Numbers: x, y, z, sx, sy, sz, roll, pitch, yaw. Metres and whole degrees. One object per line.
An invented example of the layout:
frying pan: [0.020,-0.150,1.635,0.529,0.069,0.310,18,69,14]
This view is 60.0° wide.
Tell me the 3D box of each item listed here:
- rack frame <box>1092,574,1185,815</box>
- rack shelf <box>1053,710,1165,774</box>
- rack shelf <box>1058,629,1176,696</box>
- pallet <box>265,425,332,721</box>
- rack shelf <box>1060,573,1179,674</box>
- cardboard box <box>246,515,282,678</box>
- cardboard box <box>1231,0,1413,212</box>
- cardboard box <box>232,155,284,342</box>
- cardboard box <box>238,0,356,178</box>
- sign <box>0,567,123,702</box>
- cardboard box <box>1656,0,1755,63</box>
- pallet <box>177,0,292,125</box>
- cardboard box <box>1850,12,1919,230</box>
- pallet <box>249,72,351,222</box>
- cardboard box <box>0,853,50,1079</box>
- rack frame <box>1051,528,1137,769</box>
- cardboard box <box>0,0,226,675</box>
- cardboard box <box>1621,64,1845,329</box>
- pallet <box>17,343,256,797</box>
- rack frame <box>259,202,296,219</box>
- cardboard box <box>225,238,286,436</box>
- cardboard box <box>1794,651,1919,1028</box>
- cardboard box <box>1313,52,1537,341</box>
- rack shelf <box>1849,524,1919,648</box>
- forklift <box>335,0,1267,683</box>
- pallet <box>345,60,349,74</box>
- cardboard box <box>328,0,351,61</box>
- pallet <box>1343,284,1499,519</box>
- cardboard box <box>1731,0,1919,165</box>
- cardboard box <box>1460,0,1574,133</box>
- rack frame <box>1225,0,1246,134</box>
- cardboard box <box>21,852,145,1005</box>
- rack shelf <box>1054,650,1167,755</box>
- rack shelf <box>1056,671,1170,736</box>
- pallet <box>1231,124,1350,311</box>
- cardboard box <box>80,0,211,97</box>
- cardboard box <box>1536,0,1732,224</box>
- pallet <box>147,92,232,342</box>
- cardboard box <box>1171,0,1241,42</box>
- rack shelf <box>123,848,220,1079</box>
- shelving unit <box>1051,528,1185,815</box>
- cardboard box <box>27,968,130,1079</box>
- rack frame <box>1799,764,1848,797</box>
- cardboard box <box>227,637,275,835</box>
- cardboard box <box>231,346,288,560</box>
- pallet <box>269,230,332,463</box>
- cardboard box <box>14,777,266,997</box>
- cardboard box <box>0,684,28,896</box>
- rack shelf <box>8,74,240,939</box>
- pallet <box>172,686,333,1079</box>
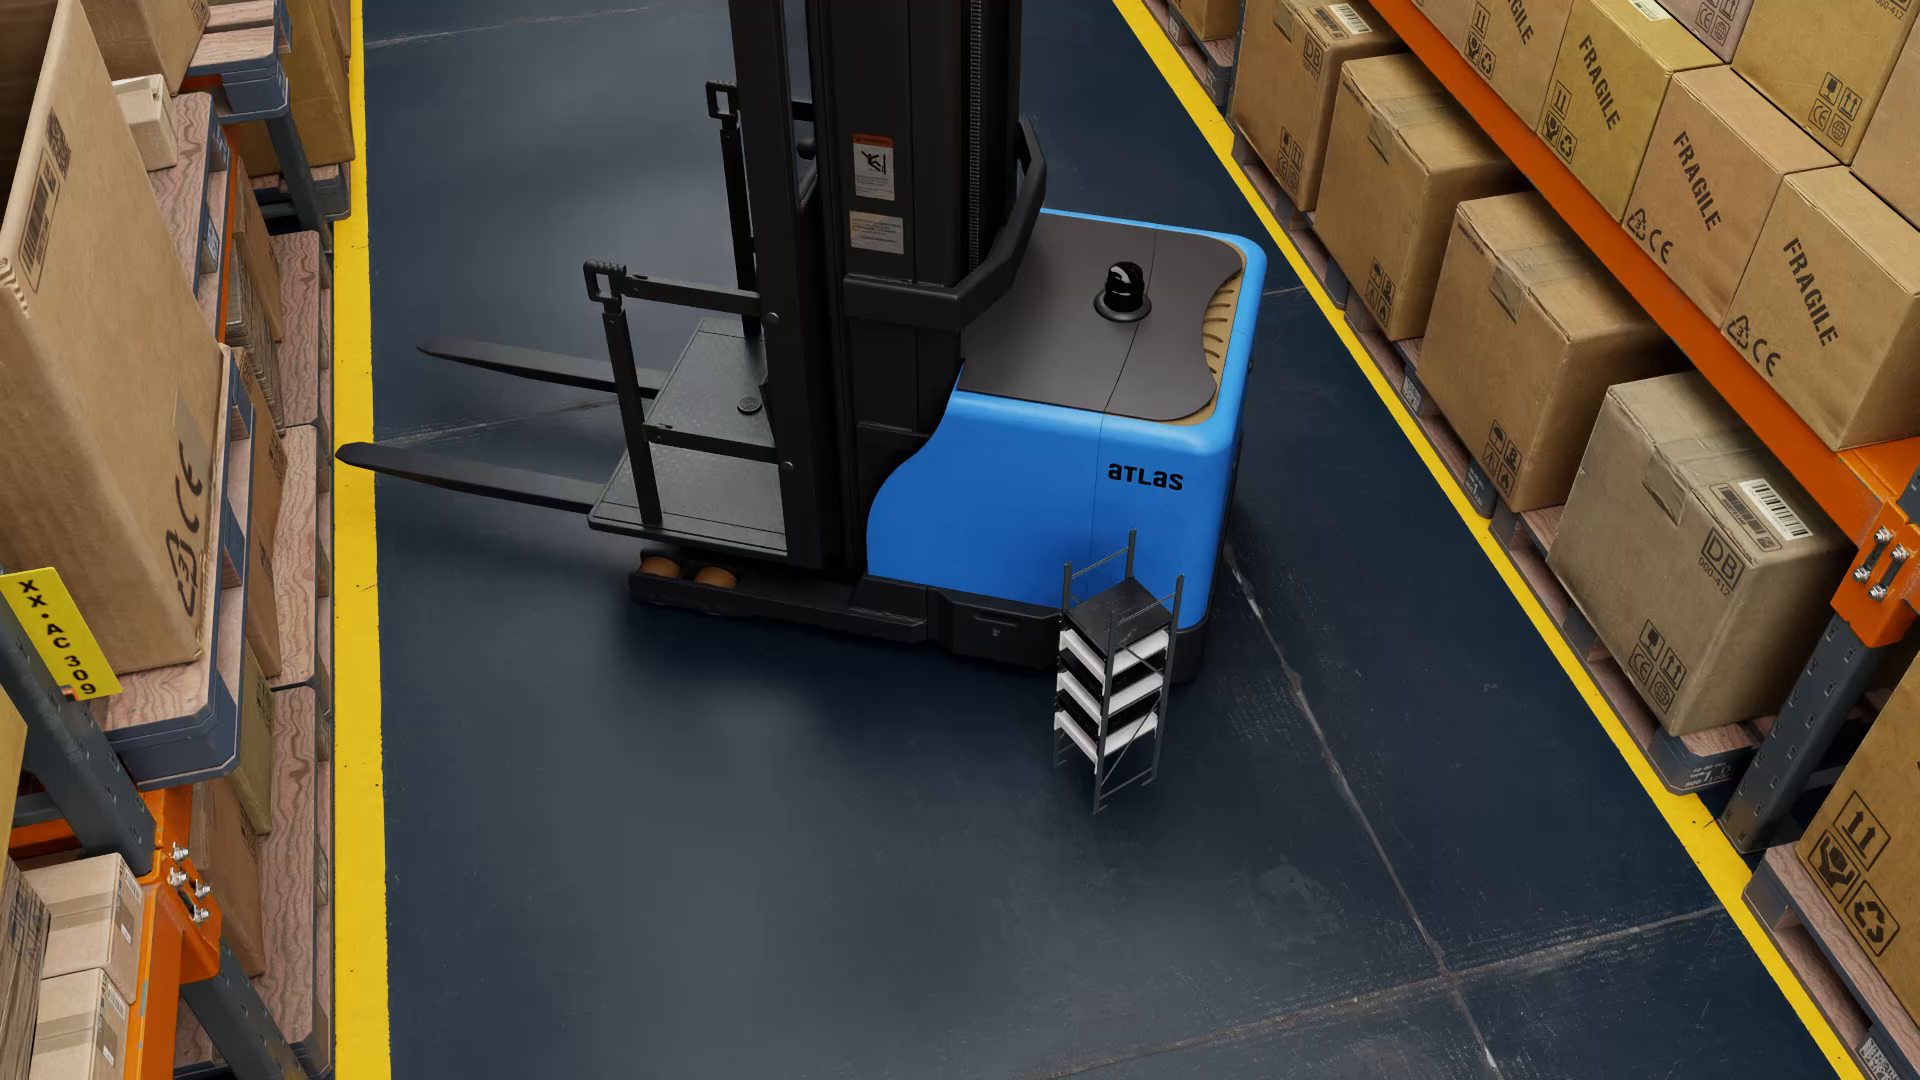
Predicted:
rack frame: [0.494,0.454,4.675,0.240,0.900,0.006,-26,51,-23]
rack shelf: [0.437,0.543,4.887,0.258,0.077,0.200,-26,51,-23]
rack shelf: [0.437,0.291,4.629,0.258,0.077,0.200,-26,51,-23]
pallet: [-2.599,0.171,5.435,1.003,0.211,1.213,-11,47,-10]
rack shelf: [6.759,-0.129,3.187,9.927,2.546,8.471,-26,51,-23]
cardboard box: [-2.466,0.150,4.945,0.700,0.500,0.500,-14,47,-14]
cardboard box: [0.328,0.007,4.582,5.455,1.239,5.693,-11,47,-11]
cardboard box: [-2.915,-1.006,6.077,0.700,0.500,0.500,-13,47,-12]
cardboard box: [-3.262,-2.069,6.871,1.225,0.875,0.875,-13,47,-12]
sign: [-1.559,0.169,2.878,0.100,0.325,0.005,-11,47,-10]
cardboard box: [2.343,-1.691,4.537,0.700,0.500,0.500,-10,46,-10]
pallet: [-2.821,-1.646,5.397,1.213,0.211,1.003,-11,47,-10]
cardboard box: [2.606,-0.988,3.848,0.700,0.500,0.500,-11,47,-11]
pallet: [-3.235,-1.768,7.334,1.003,0.211,1.213,-11,47,-10]
cardboard box: [-2.026,0.759,2.628,0.875,0.500,0.500,-11,47,-10]
rack frame: [0.379,0.333,4.793,0.240,0.900,0.006,-26,51,-23]
cardboard box: [-2.150,-0.355,3.284,1.000,1.000,1.000,-10,46,-10]
cardboard box: [2.217,-0.956,4.517,0.500,0.500,0.500,-11,47,-11]
pallet: [-2.137,0.089,3.697,1.003,0.211,1.213,-11,47,-10]
rack frame: [-3.103,-2.186,5.792,0.949,2.616,0.053,-11,47,-10]
cardboard box: [-2.761,-0.625,5.704,0.700,0.500,0.500,-14,47,-14]
cardboard box: [2.832,0.783,4.076,0.875,0.875,0.875,-10,46,-10]
cardboard box: [2.011,-1.342,6.246,1.050,0.750,0.750,-10,46,-10]
rack shelf: [3.251,1.372,2.809,1.077,0.370,4.000,-11,47,-10]
forklift: [-3.806,-1.540,5.207,9.518,2.935,1.550,10,46,10]
pallet: [-3.544,-2.608,8.158,1.003,0.211,1.213,-11,47,-10]
cardboard box: [-3.483,-2.686,7.476,1.225,0.875,0.875,-11,47,-10]
pallet: [2.152,-0.648,6.237,1.003,0.211,1.213,-11,47,-10]
cardboard box: [2.472,-1.342,4.195,0.700,0.500,0.500,-11,47,-11]
cardboard box: [1.956,-1.655,5.202,0.500,0.500,0.500,-11,47,-11]
rack frame: [1.715,-3.023,6.612,1.000,3.000,0.127,-11,47,-10]
cardboard box: [-1.743,0.759,3.082,0.380,0.149,0.250,-11,47,-10]
rack shelf: [0.437,0.419,4.760,0.258,0.252,0.200,-26,51,-23]
rack shelf: [0.437,0.417,4.758,0.258,0.077,0.200,-26,51,-23]
pallet: [1.844,-1.488,7.061,1.003,0.211,1.213,-11,47,-10]
cardboard box: [-2.689,-1.635,4.888,0.700,0.500,0.500,-4,46,-4]
cardboard box: [2.088,-1.305,4.859,0.500,0.500,0.500,-10,46,-10]
pallet: [-2.560,-0.759,4.528,1.003,0.211,1.213,-11,47,-10]
cardboard box: [1.293,-2.701,7.753,0.500,0.500,0.500,-11,47,-11]
rack shelf: [-1.570,2.209,1.989,1.077,0.370,4.000,-11,47,-10]
shelving unit: [6.757,0.096,3.420,9.927,3.194,8.476,-26,51,-23]
cardboard box: [-1.688,0.933,2.911,0.380,0.149,0.250,-11,47,-10]
rack frame: [2.735,-0.260,3.905,0.949,2.616,0.053,-11,47,-10]
cardboard box: [-2.322,0.537,4.566,0.700,0.500,0.500,-11,47,-11]
cardboard box: [-2.609,-0.235,5.322,0.700,0.500,0.500,-7,46,-7]
pallet: [-10.761,-1.232,6.809,15.783,0.211,6.755,-11,47,-10]
cardboard box: [-2.218,0.869,4.240,0.700,0.500,0.500,-14,47,-13]
cardboard box: [-1.701,0.347,2.331,0.500,0.500,0.500,-11,47,-10]
rack shelf: [-2.594,-0.553,4.695,1.077,0.370,4.000,-11,47,-10]
pallet: [-2.283,1.015,4.608,1.003,0.211,1.213,-11,47,-10]
